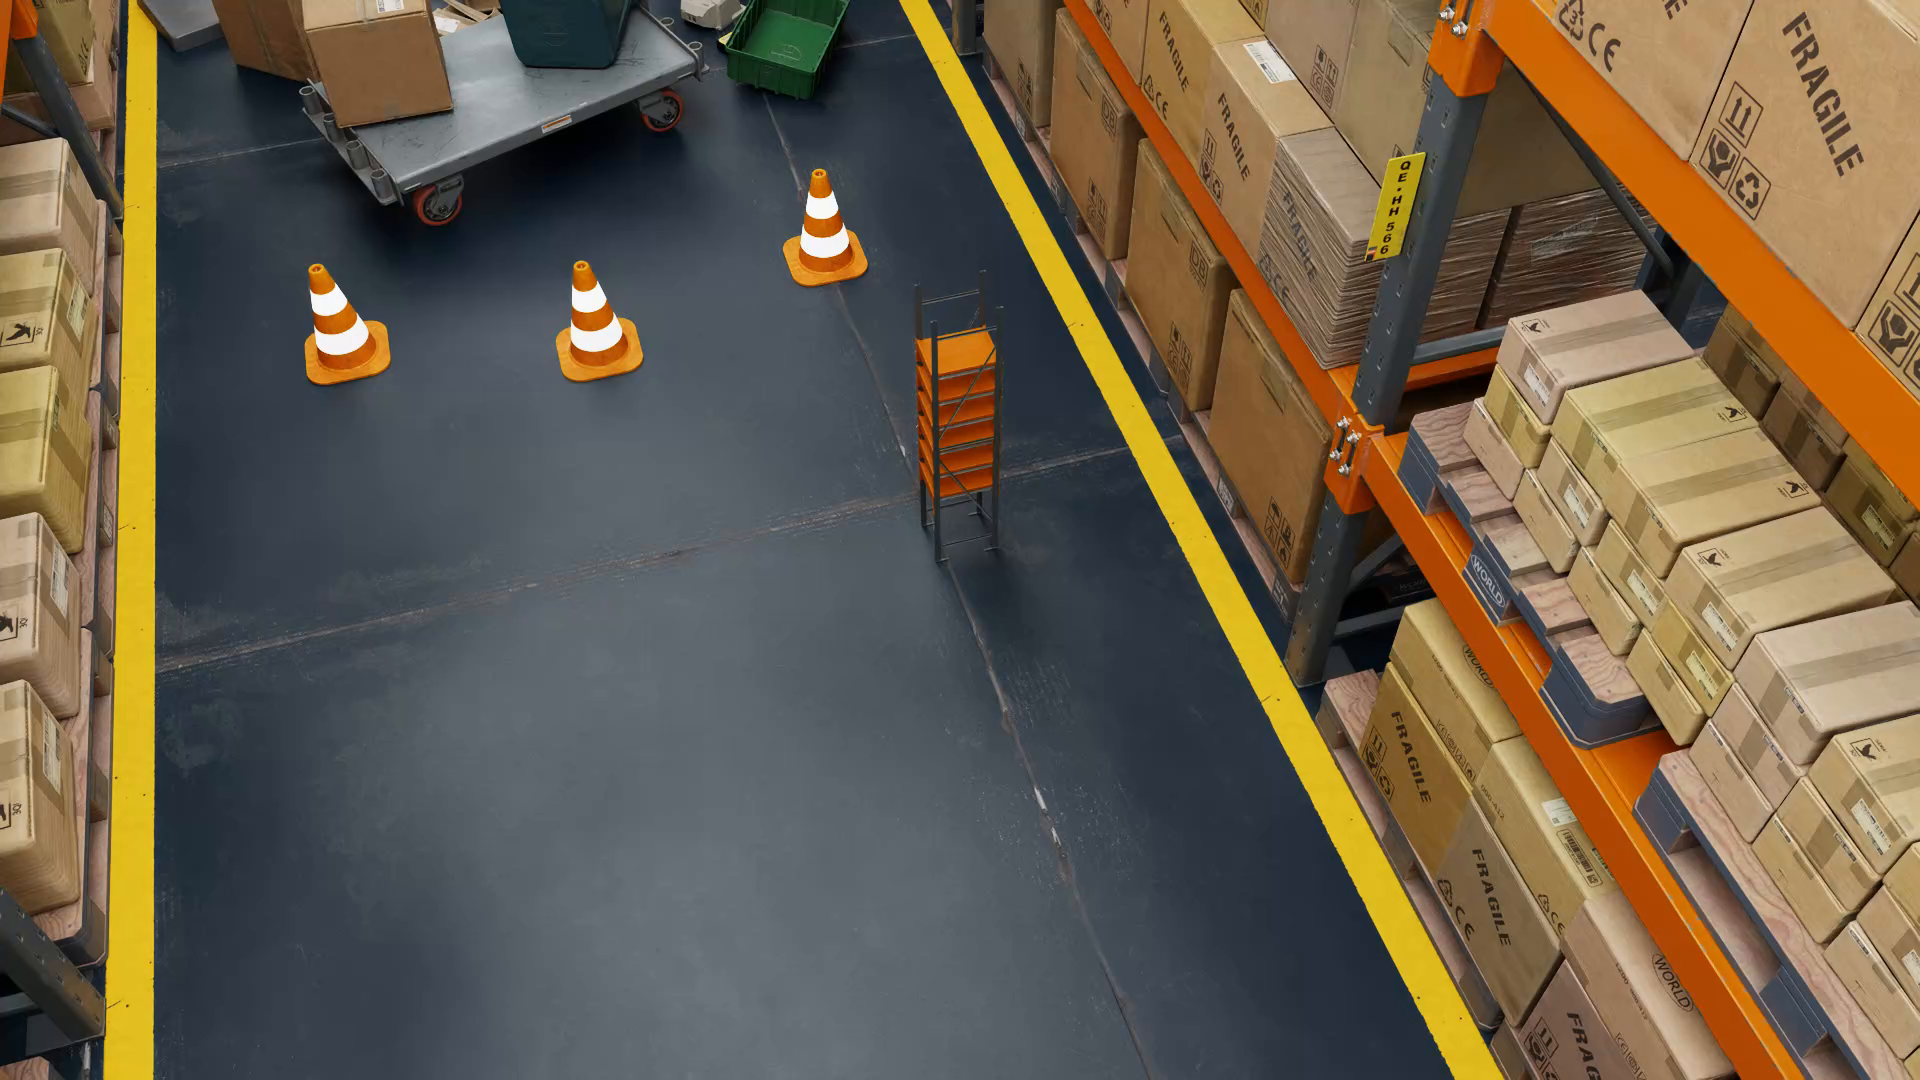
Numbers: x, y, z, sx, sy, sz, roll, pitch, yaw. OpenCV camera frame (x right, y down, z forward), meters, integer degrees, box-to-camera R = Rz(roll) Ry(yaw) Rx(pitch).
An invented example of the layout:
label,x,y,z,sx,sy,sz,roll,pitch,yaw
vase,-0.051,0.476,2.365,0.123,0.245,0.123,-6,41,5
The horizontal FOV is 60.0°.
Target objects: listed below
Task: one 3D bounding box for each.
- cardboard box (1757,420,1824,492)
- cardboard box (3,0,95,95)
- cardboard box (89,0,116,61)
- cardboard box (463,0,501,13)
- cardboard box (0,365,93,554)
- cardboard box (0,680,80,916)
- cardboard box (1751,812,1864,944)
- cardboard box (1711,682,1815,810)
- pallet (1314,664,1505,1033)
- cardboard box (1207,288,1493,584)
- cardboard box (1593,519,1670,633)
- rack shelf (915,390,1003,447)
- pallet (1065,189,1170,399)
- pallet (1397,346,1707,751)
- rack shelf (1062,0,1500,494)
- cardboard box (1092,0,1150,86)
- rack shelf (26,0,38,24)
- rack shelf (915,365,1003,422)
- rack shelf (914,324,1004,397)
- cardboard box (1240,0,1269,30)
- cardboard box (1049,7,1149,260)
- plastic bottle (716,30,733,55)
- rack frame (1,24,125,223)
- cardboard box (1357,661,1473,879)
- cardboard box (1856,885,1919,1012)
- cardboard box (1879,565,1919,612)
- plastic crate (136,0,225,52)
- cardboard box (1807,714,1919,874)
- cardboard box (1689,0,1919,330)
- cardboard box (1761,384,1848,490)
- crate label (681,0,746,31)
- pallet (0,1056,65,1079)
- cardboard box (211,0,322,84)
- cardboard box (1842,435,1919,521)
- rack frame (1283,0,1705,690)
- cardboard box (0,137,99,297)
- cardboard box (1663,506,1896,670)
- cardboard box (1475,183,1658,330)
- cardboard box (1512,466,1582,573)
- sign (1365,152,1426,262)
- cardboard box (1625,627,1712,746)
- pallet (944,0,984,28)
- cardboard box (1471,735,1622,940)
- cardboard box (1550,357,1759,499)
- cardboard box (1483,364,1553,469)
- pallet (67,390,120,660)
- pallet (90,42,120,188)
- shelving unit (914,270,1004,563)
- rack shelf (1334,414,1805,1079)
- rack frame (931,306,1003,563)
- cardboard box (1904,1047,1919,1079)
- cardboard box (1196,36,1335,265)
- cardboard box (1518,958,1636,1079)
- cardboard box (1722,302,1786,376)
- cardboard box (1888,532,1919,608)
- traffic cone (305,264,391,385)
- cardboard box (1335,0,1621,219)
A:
label,x,y,z,sx,sy,sz,roll,pitch,yaw
cardboard box,2.295,-0.217,4.361,0.380,0.149,0.250,-13,51,-11
cardboard box,-4.160,-2.312,7.270,0.500,0.500,0.500,-11,51,-9
cardboard box,-4.329,-2.458,7.884,0.500,0.250,0.500,-11,51,-9
cardboard box,-2.204,-3.098,8.444,0.797,0.637,0.503,-13,51,-11
cardboard box,-3.663,-0.203,5.904,0.950,0.372,0.625,-12,51,-10
cardboard box,-3.218,0.889,4.983,0.950,0.372,0.625,-16,52,-13
cardboard box,1.972,0.685,3.600,0.380,0.149,0.250,-13,51,-10
cardboard box,1.901,0.406,3.641,0.380,0.149,0.250,-13,51,-11
pallet,1.868,0.869,5.379,1.003,0.211,1.213,-13,51,-11
cardboard box,1.544,-0.476,5.886,1.050,0.750,0.750,-14,51,-11
cardboard box,1.753,0.039,3.950,0.380,0.149,0.250,-15,51,-12
rack shelf,-0.004,-0.446,5.742,0.258,0.103,0.180,-13,51,-11
pallet,1.120,-1.184,7.110,1.003,0.211,1.213,-13,51,-11
pallet,1.951,-0.042,4.449,1.213,0.211,1.003,-13,51,-11
rack shelf,1.047,-1.830,6.301,1.077,0.370,4.000,-13,51,-11
cardboard box,0.799,-2.004,5.912,0.500,0.500,0.500,-13,51,-10
rack shelf,-4.835,-3.558,7.758,1.077,0.370,4.000,-13,51,-11
rack shelf,-0.004,-0.523,5.651,0.258,0.103,0.180,-13,51,-11
rack shelf,-0.004,-0.601,5.559,0.258,0.103,0.180,-13,51,-11
cardboard box,1.210,-2.029,5.279,0.700,0.500,0.500,-14,51,-12
cardboard box,1.006,-1.794,6.997,1.050,0.750,0.750,-13,51,-11
plastic bottle,-1.068,-2.436,8.263,0.283,0.061,0.133,35,58,26
rack frame,-4.244,-2.329,6.252,1.000,3.000,0.127,-13,51,-11
cardboard box,1.604,0.644,5.106,0.500,0.500,0.500,-15,52,-13
cardboard box,2.055,0.784,3.322,0.380,0.149,0.250,-12,51,-10
cardboard box,2.441,0.154,4.048,0.380,0.149,0.250,-14,51,-11
plastic crate,-3.925,-2.720,8.491,0.402,0.080,0.583,-30,56,-23
cardboard box,1.980,0.494,3.372,0.380,0.149,0.250,-12,51,-10
cardboard box,1.707,-0.759,2.901,0.500,0.500,0.500,-13,51,-11
cardboard box,2.300,-0.299,4.235,0.380,0.149,0.250,-12,51,-10
crate label,-1.273,-2.726,8.458,0.250,0.136,0.298,26,55,20
pallet,-2.900,2.084,4.355,1.003,0.211,1.213,-13,51,-11
cardboard box,-3.261,-2.615,8.126,0.500,0.500,0.500,18,52,14
cardboard box,2.371,-0.217,3.972,0.380,0.149,0.250,-12,51,-10
rack frame,1.638,-0.601,4.795,1.000,3.000,0.127,-13,51,-11
cardboard box,-4.086,-1.235,6.773,0.950,0.372,0.625,-13,51,-11
cardboard box,1.818,0.104,3.701,0.380,0.149,0.250,-15,52,-12
cardboard box,1.763,-1.022,5.084,0.500,0.500,0.500,-13,51,-11
cardboard box,1.657,-0.087,4.251,0.380,0.149,0.250,-11,51,-9
sign,1.109,-0.846,4.244,0.100,0.325,0.005,-13,51,-11
cardboard box,1.818,0.307,3.919,0.380,0.149,0.250,-11,51,-9
pallet,0.305,-3.196,8.807,1.003,0.211,1.213,-13,51,-11
cardboard box,1.761,0.757,4.520,0.500,0.250,0.500,-14,51,-11
cardboard box,1.672,-0.270,4.016,0.380,0.149,0.250,-15,51,-12
cardboard box,1.589,-0.353,4.281,0.380,0.149,0.250,-11,51,-9
pallet,-3.647,0.031,6.086,1.003,0.211,1.213,-13,51,-11
pallet,-4.476,-1.913,7.725,1.003,0.211,1.213,-13,51,-11
shelving unit,-0.004,-0.397,5.800,0.258,1.200,0.189,-13,51,-11
rack shelf,2.230,1.092,3.838,1.077,0.370,4.000,-13,51,-11
rack frame,0.023,-0.330,5.744,0.240,1.200,0.006,-13,51,-11
cardboard box,2.126,1.070,3.275,0.380,0.149,0.250,-11,51,-9
cardboard box,1.102,-1.266,5.290,0.500,0.500,0.500,-13,51,-11
cardboard box,1.912,1.384,4.481,0.500,0.500,0.500,-14,51,-12
cardboard box,2.221,-0.593,4.288,0.380,0.149,0.250,-15,52,-12
cardboard box,2.454,0.076,3.919,0.380,0.149,0.250,-13,51,-11
traffic cone,-2.539,-0.922,6.725,0.336,0.463,0.334,-13,51,-11
cardboard box,1.515,-1.285,4.652,0.700,0.500,0.500,-14,51,-11
